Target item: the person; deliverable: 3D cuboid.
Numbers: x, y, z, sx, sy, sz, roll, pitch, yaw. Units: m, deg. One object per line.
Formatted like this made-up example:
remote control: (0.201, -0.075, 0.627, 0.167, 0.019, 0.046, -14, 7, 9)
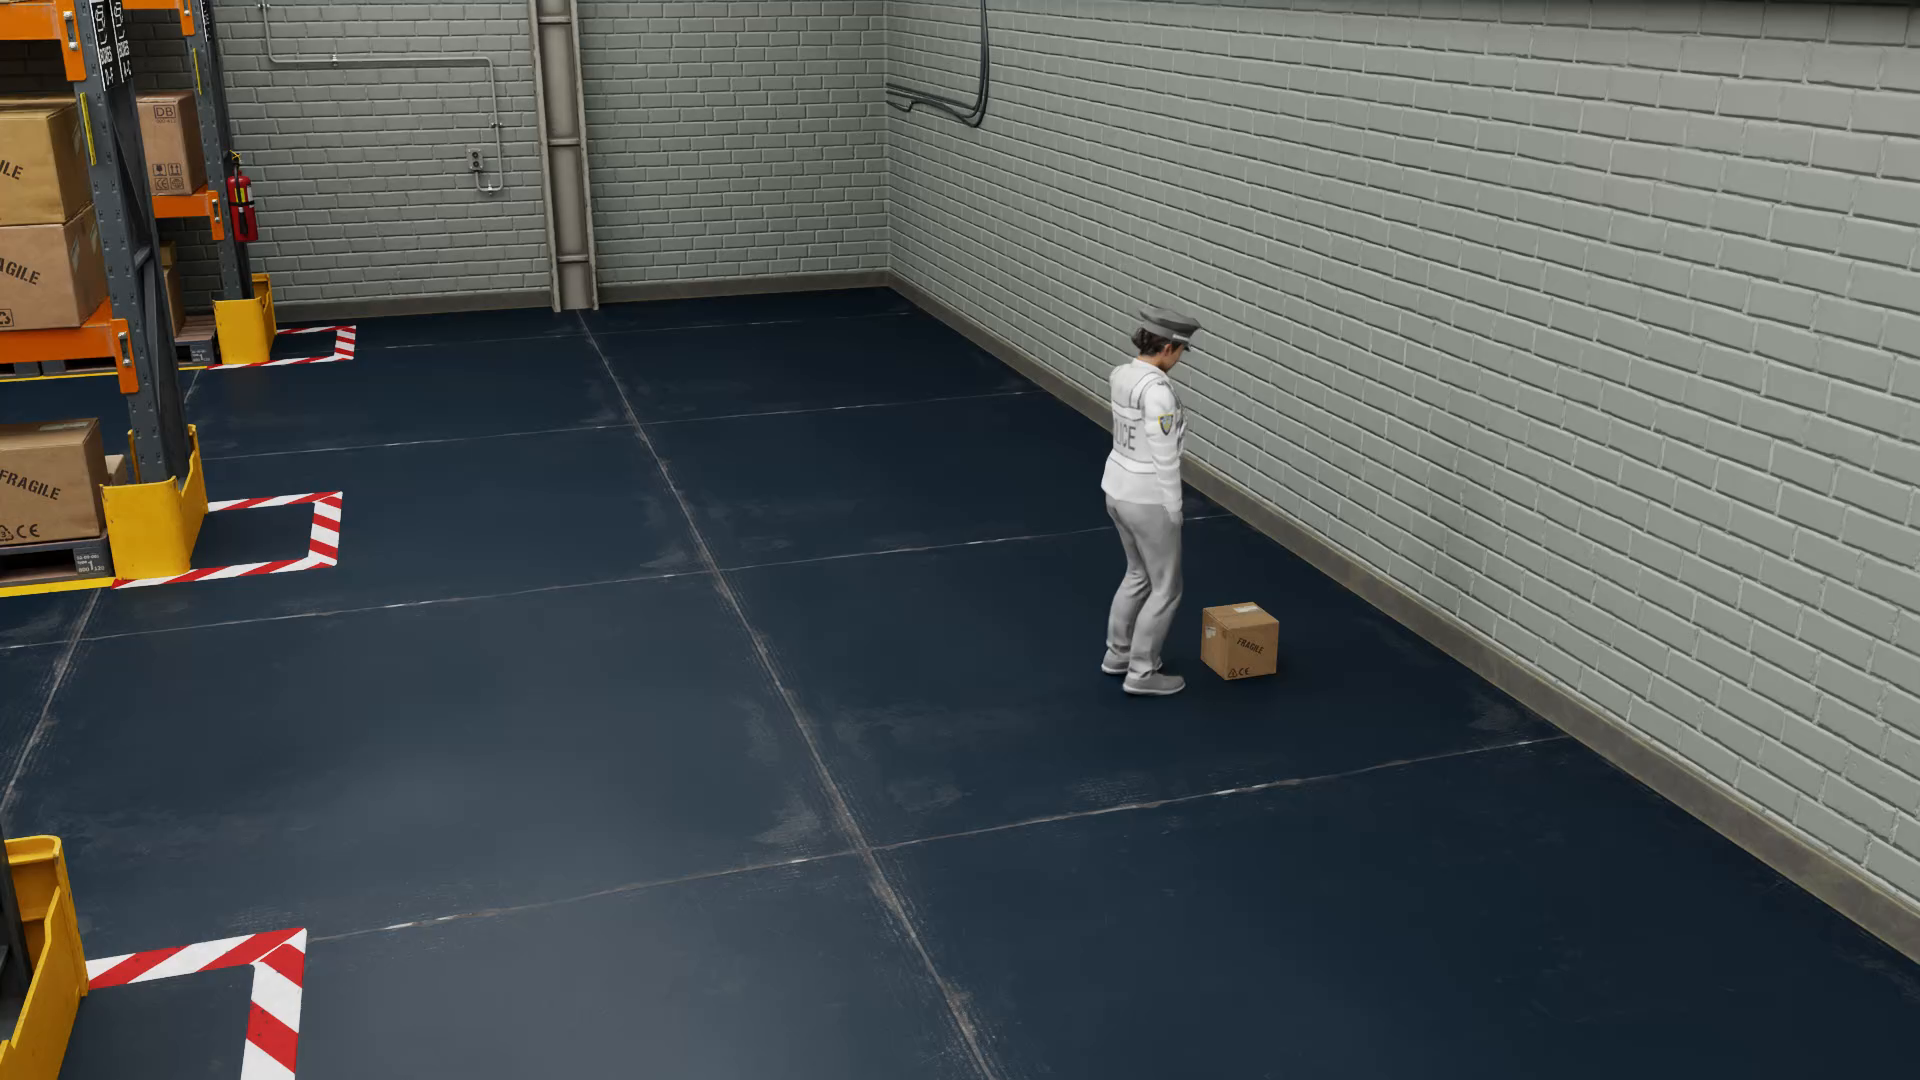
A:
person: (0.796, -0.165, 7.076, 0.381, 1.653, 0.485, -6, 20, -16)
